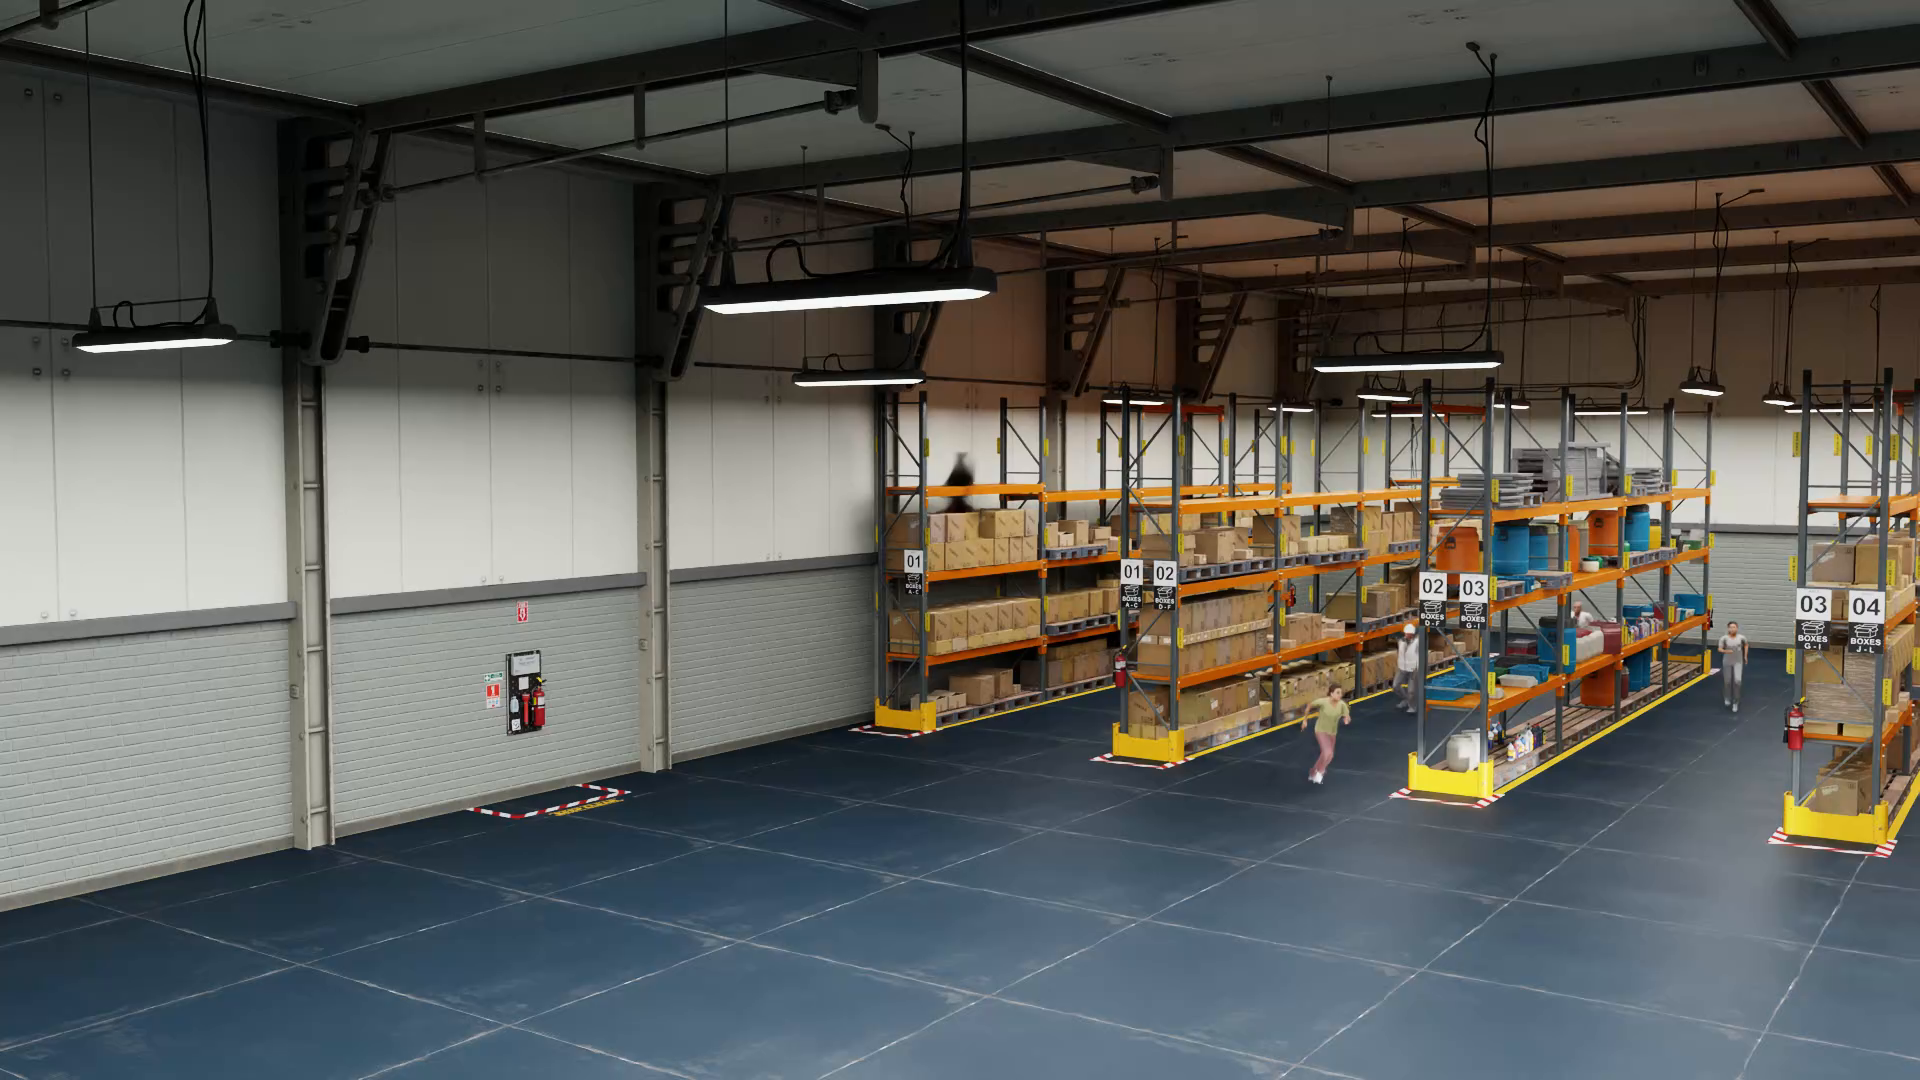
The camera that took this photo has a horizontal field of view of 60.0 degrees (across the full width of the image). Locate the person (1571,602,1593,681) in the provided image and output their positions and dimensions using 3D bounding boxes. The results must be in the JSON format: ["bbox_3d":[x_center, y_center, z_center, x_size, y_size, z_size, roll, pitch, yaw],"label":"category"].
[{"bbox_3d":[13.333,2.176,35.898,0.696,1.711,0.793,1,3,24],"label":"person"}]

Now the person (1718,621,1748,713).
[{"bbox_3d":[14.749,2.403,31.741,0.549,1.721,0.838,1,3,21],"label":"person"}]

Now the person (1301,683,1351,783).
[{"bbox_3d":[5.426,2.858,24.537,0.586,1.537,0.889,-1,3,-19],"label":"person"}]

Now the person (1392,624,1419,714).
[{"bbox_3d":[8.417,2.411,31.131,0.675,1.722,0.653,3,4,41],"label":"person"}]
